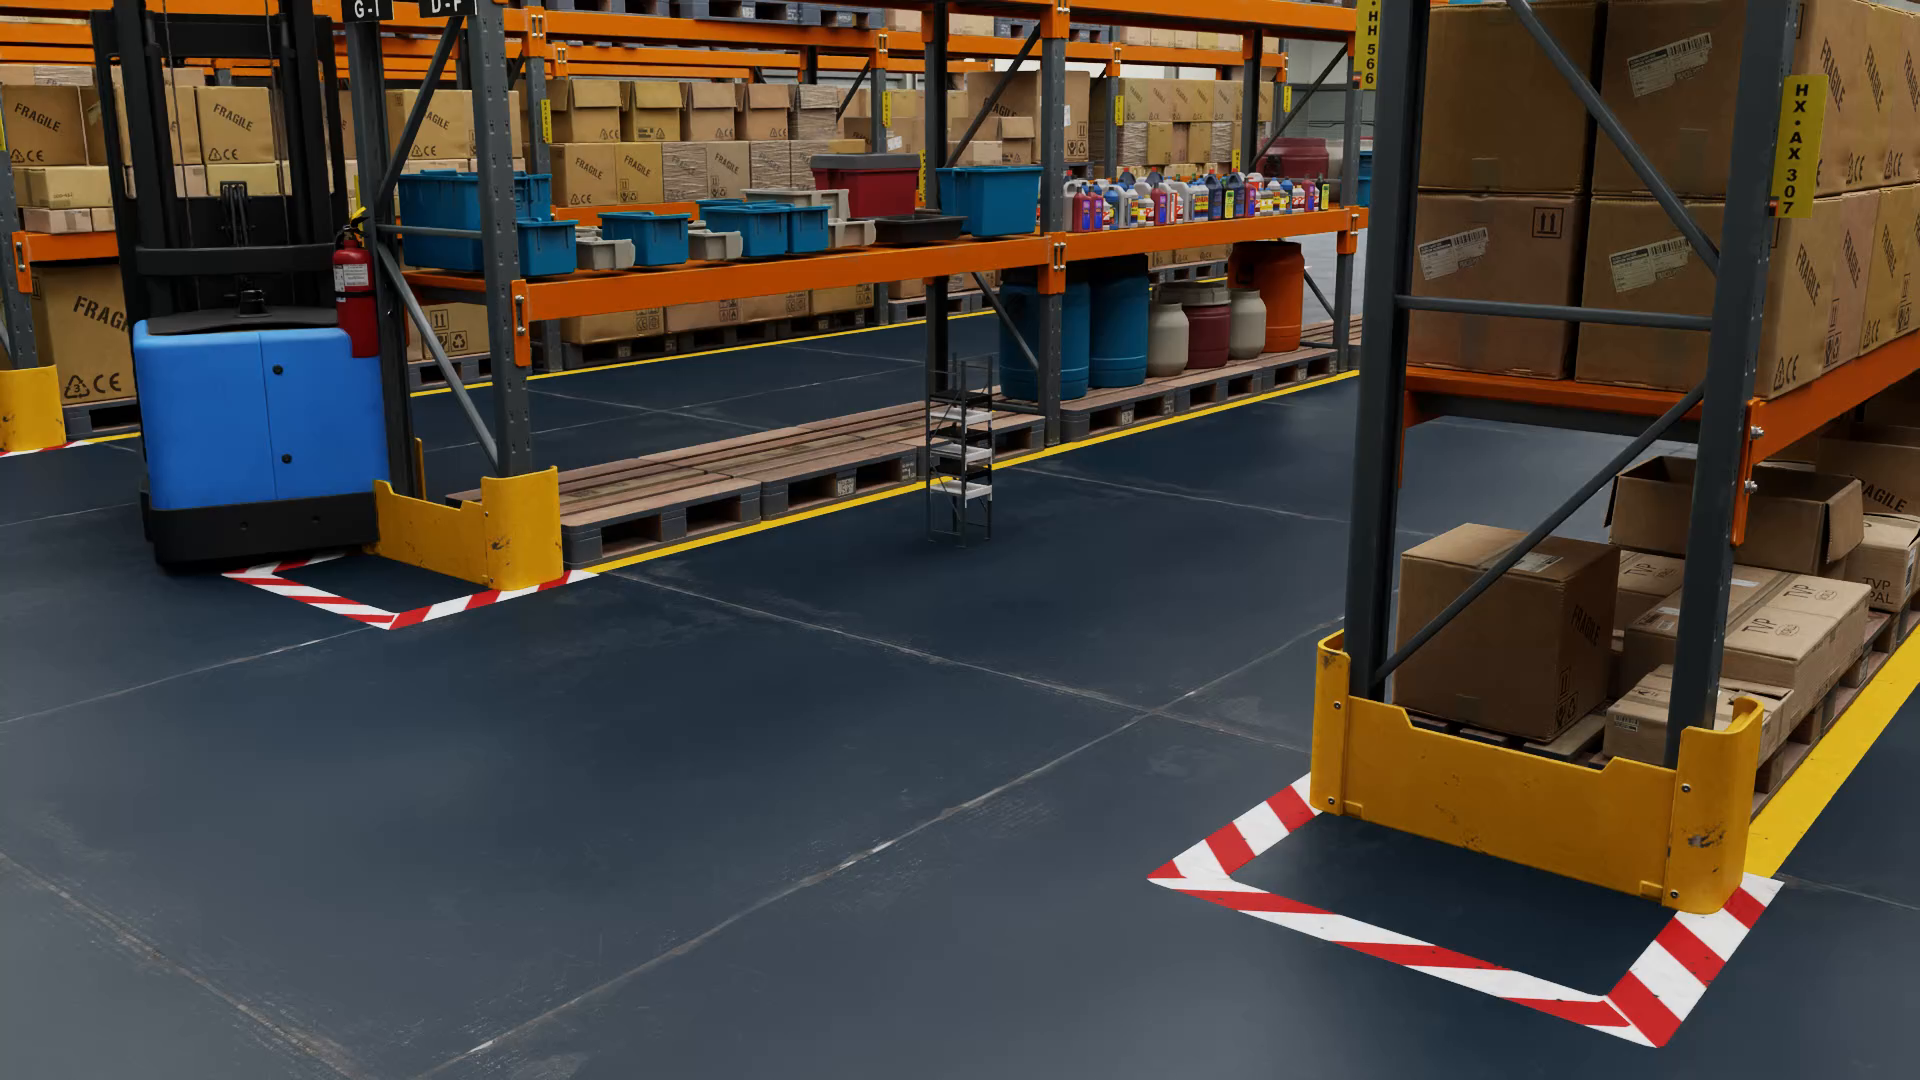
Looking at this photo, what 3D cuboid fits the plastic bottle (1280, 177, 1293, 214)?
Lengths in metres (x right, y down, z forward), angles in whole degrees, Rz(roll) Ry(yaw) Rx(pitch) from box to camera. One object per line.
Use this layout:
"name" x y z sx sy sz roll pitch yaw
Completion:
"plastic bottle" 2.441 -2.578 12.442 0.097 0.271 0.097 0 14 0

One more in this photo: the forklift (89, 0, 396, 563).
"forklift" -3.759 -1.633 8.600 1.130 2.935 3.031 -7 16 -25

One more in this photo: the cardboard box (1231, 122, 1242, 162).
"cardboard box" 3.305 -5.161 21.539 0.875 0.500 0.500 11 18 38

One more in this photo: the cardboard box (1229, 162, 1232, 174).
"cardboard box" 3.430 -4.826 21.539 0.380 0.149 0.250 11 18 38

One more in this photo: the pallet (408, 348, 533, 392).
"pallet" -4.188 -1.400 13.207 1.003 0.211 1.213 11 18 38

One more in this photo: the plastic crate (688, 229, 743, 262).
"plastic crate" -1.207 -1.429 8.070 0.250 0.136 0.298 11 18 38

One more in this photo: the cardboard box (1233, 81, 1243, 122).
"cardboard box" 3.429 -5.621 21.318 0.500 0.500 0.500 11 18 38

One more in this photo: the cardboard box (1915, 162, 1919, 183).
"cardboard box" 2.983 -1.457 5.531 0.500 0.500 0.500 11 18 37

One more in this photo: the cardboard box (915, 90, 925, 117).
"cardboard box" -0.897 -6.296 24.316 0.875 0.550 0.550 11 18 38

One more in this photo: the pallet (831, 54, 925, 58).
"pallet" -1.126 -7.003 23.686 1.003 0.211 1.213 11 18 38

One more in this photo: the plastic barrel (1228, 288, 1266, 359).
"plastic barrel" 2.137 -1.665 12.783 0.421 0.512 0.421 0 14 0

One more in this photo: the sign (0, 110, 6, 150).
"sign" -5.736 -2.490 9.915 0.100 0.325 0.005 11 18 38

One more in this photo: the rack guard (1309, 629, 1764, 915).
"rack guard" 1.587 0.611 4.702 1.175 0.500 0.348 11 18 38

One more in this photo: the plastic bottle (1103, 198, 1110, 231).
"plastic bottle" 0.907 -2.077 10.612 0.097 0.201 0.097 0 14 0

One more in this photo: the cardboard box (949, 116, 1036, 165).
"cardboard box" 0.361 -4.325 17.993 0.797 0.503 0.637 14 20 43

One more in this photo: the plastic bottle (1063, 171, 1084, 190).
"plastic bottle" 0.755 -2.335 11.322 0.144 0.351 0.185 11 18 38

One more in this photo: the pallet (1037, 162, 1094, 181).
"pallet" 0.785 -4.201 18.956 1.003 0.211 1.213 11 18 38

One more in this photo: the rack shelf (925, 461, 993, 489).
"rack shelf" -0.005 -0.315 8.036 0.258 0.077 0.200 11 18 38

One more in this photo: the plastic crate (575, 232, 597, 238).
"plastic crate" -1.939 -1.438 8.107 0.396 0.136 0.243 11 18 38

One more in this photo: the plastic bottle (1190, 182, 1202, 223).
"plastic bottle" 1.612 -2.326 11.449 0.097 0.271 0.097 0 14 0

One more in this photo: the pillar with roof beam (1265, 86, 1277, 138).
"pillar with roof beam" 13.387 -15.477 50.772 9.100 9.000 0.400 11 18 38

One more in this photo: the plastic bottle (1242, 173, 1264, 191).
"plastic bottle" 2.312 -2.769 13.181 0.152 0.276 0.135 11 18 38

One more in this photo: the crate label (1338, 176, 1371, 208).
"crate label" 3.273 -2.827 13.498 0.303 0.233 0.416 11 18 38

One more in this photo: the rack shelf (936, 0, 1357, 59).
"rack shelf" 1.460 -3.607 11.599 1.077 0.370 4.000 11 18 38

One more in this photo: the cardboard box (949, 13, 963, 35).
"cardboard box" -0.319 -5.182 16.640 0.500 0.250 0.500 12 18 39

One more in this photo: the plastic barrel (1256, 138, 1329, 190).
"plastic barrel" 2.773 -3.087 13.905 0.600 0.536 0.708 11 18 38

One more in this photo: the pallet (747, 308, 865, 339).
"pallet" -1.690 -2.161 16.200 1.003 0.211 1.213 11 18 38

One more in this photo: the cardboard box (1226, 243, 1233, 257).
"cardboard box" 3.487 -4.059 22.231 0.500 0.500 0.500 -12 18 -39

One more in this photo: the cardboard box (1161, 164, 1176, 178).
"cardboard box" 2.389 -4.479 20.174 0.380 0.149 0.250 11 18 38

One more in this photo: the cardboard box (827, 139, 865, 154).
"cardboard box" -1.253 -3.567 15.870 0.500 0.500 0.500 12 19 39

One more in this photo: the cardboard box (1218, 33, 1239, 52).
"cardboard box" 3.147 -6.240 20.807 0.500 0.250 0.500 12 18 39

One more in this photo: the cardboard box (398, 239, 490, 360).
"cardboard box" -4.126 -1.945 13.151 0.875 0.875 0.875 11 18 38

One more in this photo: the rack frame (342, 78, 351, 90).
"rack frame" -10.192 -6.719 28.478 1.000 3.000 0.127 11 18 38

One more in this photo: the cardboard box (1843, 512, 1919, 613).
"cardboard box" 3.445 0.035 6.461 0.500 0.311 0.500 11 18 38

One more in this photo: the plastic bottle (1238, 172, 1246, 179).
"plastic bottle" 2.194 -2.792 13.274 0.152 0.276 0.135 11 18 38

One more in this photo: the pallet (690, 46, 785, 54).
"pallet" -2.954 -6.382 21.451 0.805 0.209 1.217 10 18 35

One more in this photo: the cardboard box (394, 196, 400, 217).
"cardboard box" -4.233 -2.458 12.215 0.380 0.149 0.250 12 18 39

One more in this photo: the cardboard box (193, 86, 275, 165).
"cardboard box" -5.017 -2.800 11.232 0.500 0.500 0.500 11 18 36

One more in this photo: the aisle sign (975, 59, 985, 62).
"aisle sign" 0.376 -7.198 25.084 0.394 0.787 0.004 11 18 38

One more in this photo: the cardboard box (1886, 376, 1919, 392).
"cardboard box" 4.874 -0.512 8.231 0.500 0.500 0.500 12 18 38

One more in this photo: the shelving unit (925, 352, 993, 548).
"shelving unit" -0.005 -0.435 8.006 0.258 0.900 0.210 11 18 38

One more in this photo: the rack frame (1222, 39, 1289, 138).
"rack frame" 3.893 -5.184 22.436 1.000 3.000 0.127 11 18 38

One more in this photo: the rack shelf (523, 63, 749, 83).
"rack shelf" -5.072 -7.439 26.684 1.077 0.370 4.000 11 18 38

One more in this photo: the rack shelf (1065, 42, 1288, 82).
"rack shelf" 2.636 -5.906 20.647 1.077 0.370 4.000 11 18 38

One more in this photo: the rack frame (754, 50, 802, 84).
"rack frame" -2.416 -5.205 22.518 1.000 3.000 0.127 11 18 38

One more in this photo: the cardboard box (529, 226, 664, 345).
"cardboard box" -3.263 -2.185 14.094 1.225 0.875 0.875 11 18 38

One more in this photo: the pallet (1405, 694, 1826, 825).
"pallet" 2.087 0.598 5.339 1.003 0.211 1.213 11 18 38

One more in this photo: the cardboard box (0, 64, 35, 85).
"cardboard box" -8.495 -3.920 14.625 0.500 0.500 0.500 11 18 36

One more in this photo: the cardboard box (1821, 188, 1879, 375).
"cardboard box" 2.343 -0.778 4.890 0.500 0.500 0.500 11 18 37

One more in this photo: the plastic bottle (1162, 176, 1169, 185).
"plastic bottle" 1.519 -2.595 12.507 0.097 0.271 0.097 0 14 0

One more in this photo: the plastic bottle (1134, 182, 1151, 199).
"plastic bottle" 1.254 -2.289 11.295 0.152 0.276 0.135 11 18 38

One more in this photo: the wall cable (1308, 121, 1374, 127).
"wall cable" 12.918 -14.998 55.192 3.097 2.526 0.112 11 18 38

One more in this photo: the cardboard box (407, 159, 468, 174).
"cardboard box" -4.046 -2.732 12.487 0.500 0.250 0.500 12 19 39
